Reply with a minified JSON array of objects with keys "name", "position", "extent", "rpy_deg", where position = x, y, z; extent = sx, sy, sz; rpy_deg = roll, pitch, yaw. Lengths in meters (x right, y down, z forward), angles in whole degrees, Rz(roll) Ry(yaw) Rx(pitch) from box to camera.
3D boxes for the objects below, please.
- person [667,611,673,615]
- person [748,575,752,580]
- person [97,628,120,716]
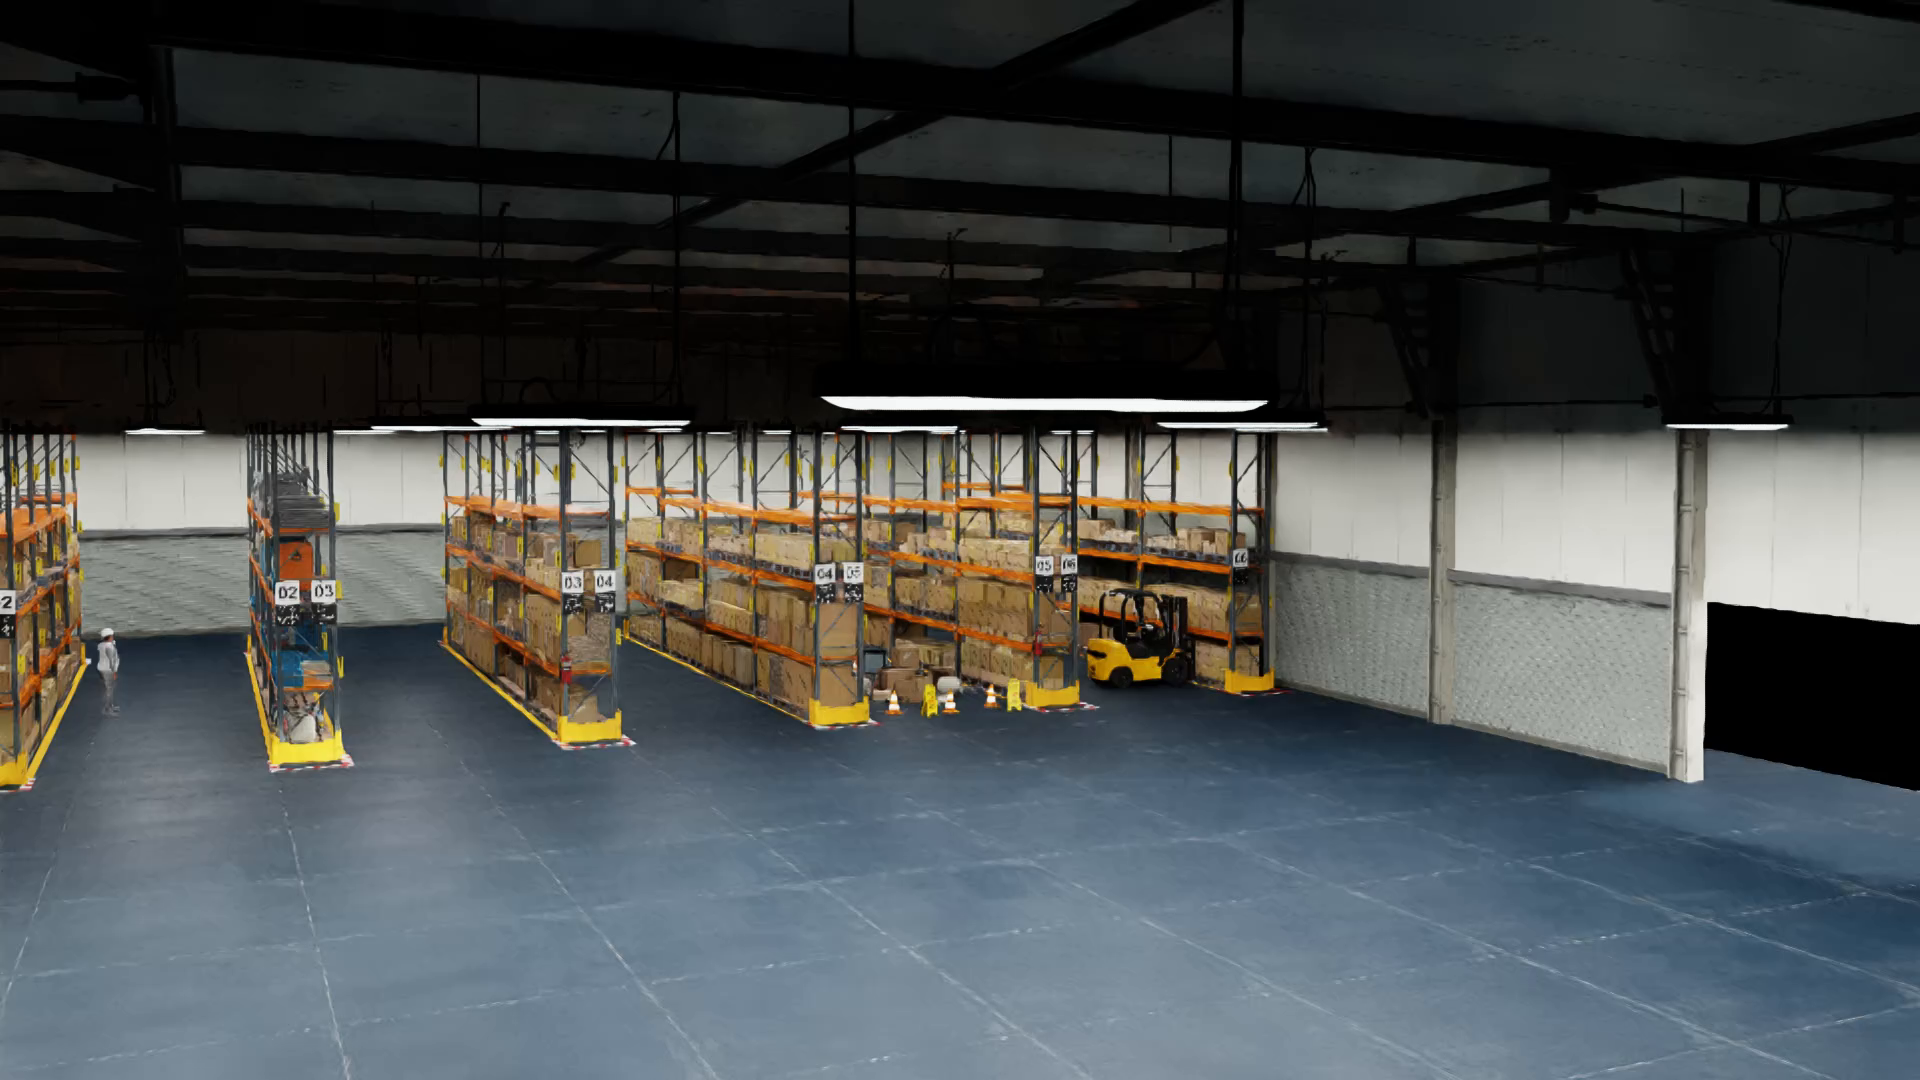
[{"name":"person","position":[-9.161,1.587,52.494],"extent":[0.580,1.714,0.507],"rpy_deg":[1,4,13]},{"name":"person","position":[-6.176,1.810,49.395],"extent":[0.605,1.643,0.593],"rpy_deg":[-3,5,-44]},{"name":"person","position":[-17.432,2.684,34.138],"extent":[0.598,1.782,0.462],"rpy_deg":[3,5,42]}]
